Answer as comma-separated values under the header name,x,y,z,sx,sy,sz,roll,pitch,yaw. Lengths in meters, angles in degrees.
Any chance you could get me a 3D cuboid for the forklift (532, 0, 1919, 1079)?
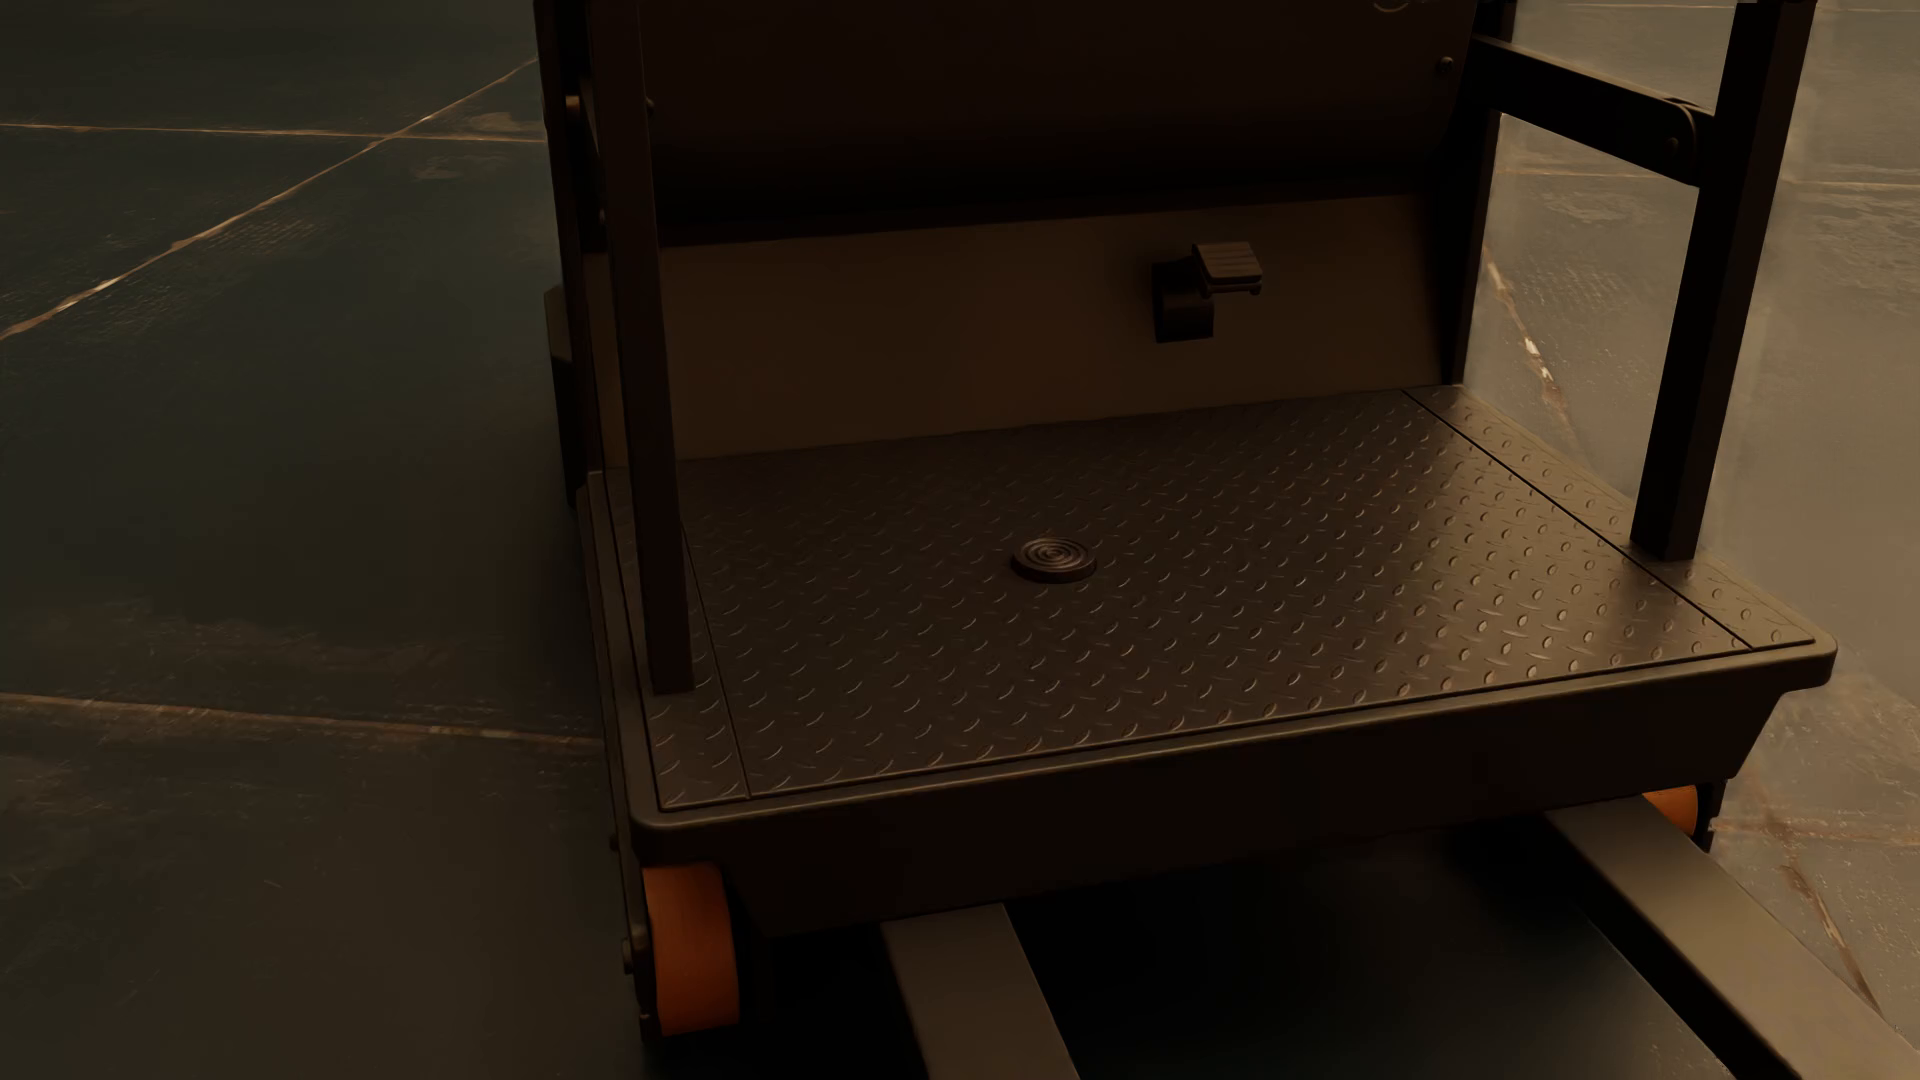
name,x,y,z,sx,sy,sz,roll,pitch,yaw
forklift,0.159,-1.038,1.297,1.130,2.935,3.031,-7,27,-13
